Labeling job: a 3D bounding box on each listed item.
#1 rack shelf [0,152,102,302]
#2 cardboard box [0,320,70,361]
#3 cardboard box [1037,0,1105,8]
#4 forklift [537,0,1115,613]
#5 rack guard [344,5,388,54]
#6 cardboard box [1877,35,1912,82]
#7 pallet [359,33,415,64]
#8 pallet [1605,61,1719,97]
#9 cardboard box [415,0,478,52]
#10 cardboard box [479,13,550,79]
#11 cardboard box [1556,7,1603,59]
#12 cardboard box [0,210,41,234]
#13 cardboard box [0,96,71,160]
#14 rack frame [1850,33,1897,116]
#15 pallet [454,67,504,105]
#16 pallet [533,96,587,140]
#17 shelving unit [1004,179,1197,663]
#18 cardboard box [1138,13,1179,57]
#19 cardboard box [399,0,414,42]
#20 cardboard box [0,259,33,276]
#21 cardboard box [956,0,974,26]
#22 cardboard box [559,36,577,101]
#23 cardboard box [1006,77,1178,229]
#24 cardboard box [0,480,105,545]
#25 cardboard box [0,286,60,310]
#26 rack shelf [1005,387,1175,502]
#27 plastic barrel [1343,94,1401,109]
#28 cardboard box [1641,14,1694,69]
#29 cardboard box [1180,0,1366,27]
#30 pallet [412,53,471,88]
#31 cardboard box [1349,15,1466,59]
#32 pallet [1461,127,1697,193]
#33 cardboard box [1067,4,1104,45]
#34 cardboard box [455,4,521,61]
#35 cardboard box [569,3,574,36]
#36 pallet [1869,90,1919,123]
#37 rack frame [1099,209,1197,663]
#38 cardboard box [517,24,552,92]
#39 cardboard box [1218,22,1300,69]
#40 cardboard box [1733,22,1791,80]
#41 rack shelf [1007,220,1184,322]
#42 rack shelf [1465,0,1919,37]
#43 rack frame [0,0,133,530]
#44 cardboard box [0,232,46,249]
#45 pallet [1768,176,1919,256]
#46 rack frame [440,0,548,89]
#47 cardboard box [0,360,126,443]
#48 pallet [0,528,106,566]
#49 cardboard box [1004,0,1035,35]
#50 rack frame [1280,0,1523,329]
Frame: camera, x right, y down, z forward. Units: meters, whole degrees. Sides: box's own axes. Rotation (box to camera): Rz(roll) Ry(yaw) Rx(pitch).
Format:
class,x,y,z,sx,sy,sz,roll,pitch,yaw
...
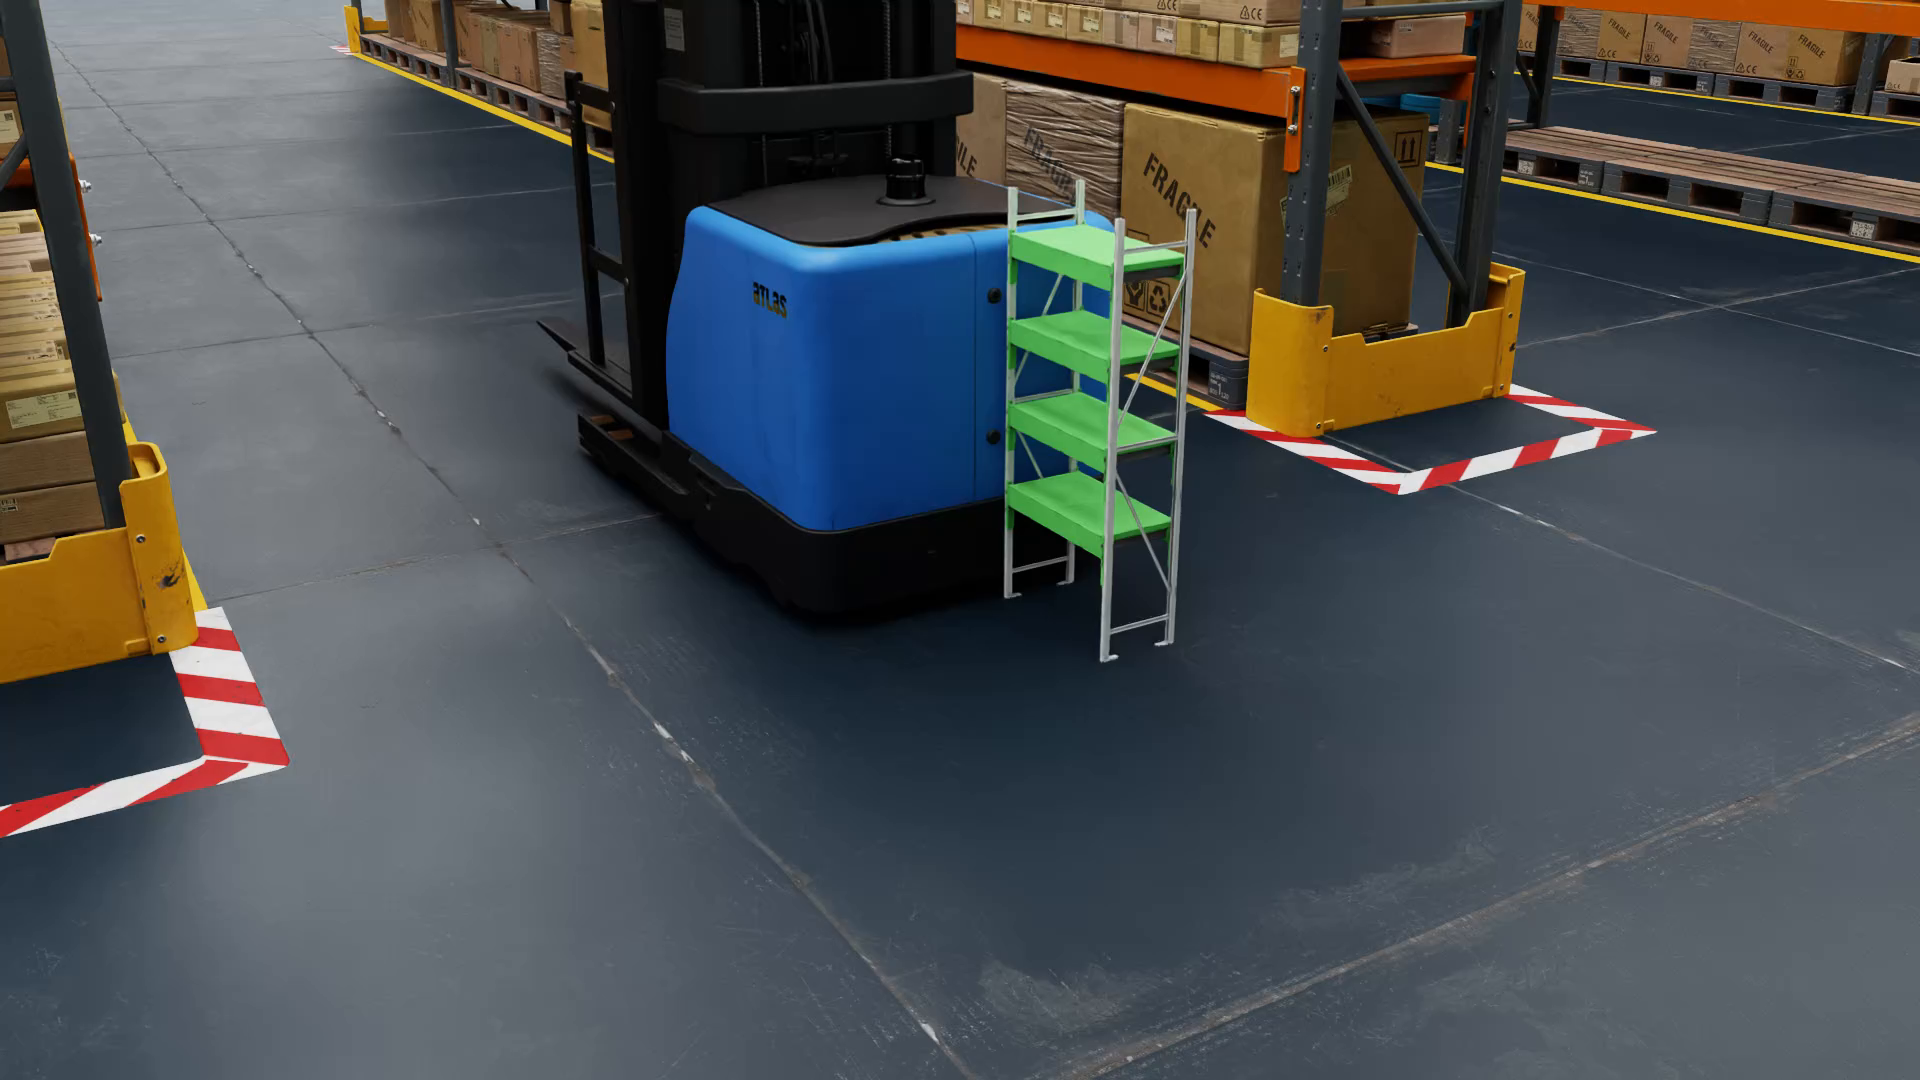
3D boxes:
class,x,y,z,sx,sy,sz,roll,pitch,yaw
rack shelf,-3.669,-1.332,5.560,1.077,0.370,4.000,-13,25,-28
cardboard box,-2.886,-0.574,5.180,0.380,0.149,0.250,-13,25,-28
cardboard box,0.674,-2.442,7.141,0.500,0.250,0.500,-14,26,-30
forklift,-0.725,-1.664,5.512,1.130,2.935,3.031,-13,25,-28
rack guard,-6.466,-5.936,19.251,1.175,0.500,0.348,-13,25,-28
cardboard box,8.106,-4.387,14.857,0.500,0.500,0.500,-14,26,-31
pallet,-6.081,-5.532,18.642,1.003,0.211,1.213,-13,25,-28
pallet,7.068,-4.498,16.097,1.003,0.211,1.213,-13,25,-28
cardboard box,-5.315,-5.367,17.294,0.500,0.500,0.500,-15,27,-33
cardboard box,-3.939,-4.509,15.155,0.700,0.500,0.500,-13,25,-29
cardboard box,6.359,-5.108,16.631,0.500,0.500,0.500,-14,26,-30
cardboard box,-3.987,-1.243,6.823,0.380,0.149,0.250,-13,25,-29
cardboard box,-2.531,-1.069,4.292,0.380,0.149,0.250,-13,25,-29
rack frame,8.143,-5.138,13.969,1.000,3.000,0.127,-13,25,-28
pallet,-4.063,-4.280,15.561,1.003,0.211,1.213,-13,25,-28
pallet,-2.816,-3.490,13.618,1.003,0.211,1.213,-13,25,-28
shelving unit,0.360,-0.328,4.524,0.258,1.200,0.503,-13,25,-28
cardboard box,0.941,-2.040,6.681,0.380,0.149,0.250,-13,25,-28
cardboard box,-5.865,-5.763,18.268,0.500,0.500,0.500,-6,23,-14
cardboard box,-3.523,-0.887,5.949,0.380,0.149,0.250,-13,25,-28
cardboard box,0.153,-2.538,7.906,0.380,0.149,0.250,-12,25,-28
cardboard box,-2.778,-3.788,13.382,0.700,0.500,0.500,-14,26,-31
cardboard box,0.808,-1.636,7.616,0.875,0.875,0.875,-13,25,-28
cardboard box,-2.640,-0.123,4.858,0.380,0.149,0.250,-12,25,-27
cardboard box,-3.217,-0.730,5.563,0.380,0.149,0.250,-12,25,-26
rack shelf,0.360,-0.269,4.548,0.258,0.148,0.480,-13,25,-28
plastic barrel,3.258,-3.818,12.949,0.600,0.901,0.708,-13,25,-28
cardboard box,6.882,-4.777,15.816,0.500,0.500,0.500,-14,26,-30
cardboard box,1.192,-2.113,6.331,0.500,0.250,0.500,-13,26,-29
pallet,-4.835,-4.742,16.699,1.003,0.211,1.213,-13,25,-28
cardboard box,1.771,-2.001,6.585,0.380,0.149,0.250,-12,25,-28
pallet,4.292,-2.664,11.586,1.003,0.211,1.213,-13,25,-28
cardboard box,0.680,-2.205,7.086,0.380,0.149,0.250,-13,26,-29
cardboard box,-4.632,-4.997,16.385,0.500,0.500,0.500,-13,26,-30
cardboard box,-2.786,-4.133,13.236,0.500,0.250,0.500,-11,25,-26
pallet,8.493,-3.624,13.947,1.003,0.211,1.213,-13,25,-28
rack frame,0.485,-0.249,4.330,0.240,1.200,0.015,-13,25,-28
cardboard box,-3.368,-4.147,14.266,0.700,0.500,0.500,-10,24,-24
cardboard box,1.203,-1.875,6.274,0.380,0.149,0.250,-12,25,-27
cardboard box,7.399,-4.450,15.012,0.500,0.500,0.500,-13,25,-28
rack shelf,0.360,-0.713,4.368,0.258,0.148,0.480,-13,25,-28
rack shelf,4.905,-3.206,10.171,1.077,0.370,4.000,-13,25,-28
rack frame,-2.647,-1.018,3.832,1.000,3.000,0.127,-13,25,-28
cardboard box,-3.704,-1.074,6.408,0.380,0.149,0.250,-14,26,-31
pallet,5.538,-1.874,9.643,1.003,0.211,1.213,-13,25,-28
rack frame,-4.462,-5.824,15.656,1.000,3.000,0.127,-13,25,-28
cardboard box,-2.623,-0.402,4.756,0.380,0.149,0.250,-14,26,-31
pallet,-3.071,-0.020,5.081,1.003,0.211,1.213,-13,25,-28
cardboard box,0.423,-2.370,7.491,0.380,0.149,0.250,-12,25,-27
rack frame,1.668,-1.939,6.099,1.000,3.000,0.127,-13,25,-28
